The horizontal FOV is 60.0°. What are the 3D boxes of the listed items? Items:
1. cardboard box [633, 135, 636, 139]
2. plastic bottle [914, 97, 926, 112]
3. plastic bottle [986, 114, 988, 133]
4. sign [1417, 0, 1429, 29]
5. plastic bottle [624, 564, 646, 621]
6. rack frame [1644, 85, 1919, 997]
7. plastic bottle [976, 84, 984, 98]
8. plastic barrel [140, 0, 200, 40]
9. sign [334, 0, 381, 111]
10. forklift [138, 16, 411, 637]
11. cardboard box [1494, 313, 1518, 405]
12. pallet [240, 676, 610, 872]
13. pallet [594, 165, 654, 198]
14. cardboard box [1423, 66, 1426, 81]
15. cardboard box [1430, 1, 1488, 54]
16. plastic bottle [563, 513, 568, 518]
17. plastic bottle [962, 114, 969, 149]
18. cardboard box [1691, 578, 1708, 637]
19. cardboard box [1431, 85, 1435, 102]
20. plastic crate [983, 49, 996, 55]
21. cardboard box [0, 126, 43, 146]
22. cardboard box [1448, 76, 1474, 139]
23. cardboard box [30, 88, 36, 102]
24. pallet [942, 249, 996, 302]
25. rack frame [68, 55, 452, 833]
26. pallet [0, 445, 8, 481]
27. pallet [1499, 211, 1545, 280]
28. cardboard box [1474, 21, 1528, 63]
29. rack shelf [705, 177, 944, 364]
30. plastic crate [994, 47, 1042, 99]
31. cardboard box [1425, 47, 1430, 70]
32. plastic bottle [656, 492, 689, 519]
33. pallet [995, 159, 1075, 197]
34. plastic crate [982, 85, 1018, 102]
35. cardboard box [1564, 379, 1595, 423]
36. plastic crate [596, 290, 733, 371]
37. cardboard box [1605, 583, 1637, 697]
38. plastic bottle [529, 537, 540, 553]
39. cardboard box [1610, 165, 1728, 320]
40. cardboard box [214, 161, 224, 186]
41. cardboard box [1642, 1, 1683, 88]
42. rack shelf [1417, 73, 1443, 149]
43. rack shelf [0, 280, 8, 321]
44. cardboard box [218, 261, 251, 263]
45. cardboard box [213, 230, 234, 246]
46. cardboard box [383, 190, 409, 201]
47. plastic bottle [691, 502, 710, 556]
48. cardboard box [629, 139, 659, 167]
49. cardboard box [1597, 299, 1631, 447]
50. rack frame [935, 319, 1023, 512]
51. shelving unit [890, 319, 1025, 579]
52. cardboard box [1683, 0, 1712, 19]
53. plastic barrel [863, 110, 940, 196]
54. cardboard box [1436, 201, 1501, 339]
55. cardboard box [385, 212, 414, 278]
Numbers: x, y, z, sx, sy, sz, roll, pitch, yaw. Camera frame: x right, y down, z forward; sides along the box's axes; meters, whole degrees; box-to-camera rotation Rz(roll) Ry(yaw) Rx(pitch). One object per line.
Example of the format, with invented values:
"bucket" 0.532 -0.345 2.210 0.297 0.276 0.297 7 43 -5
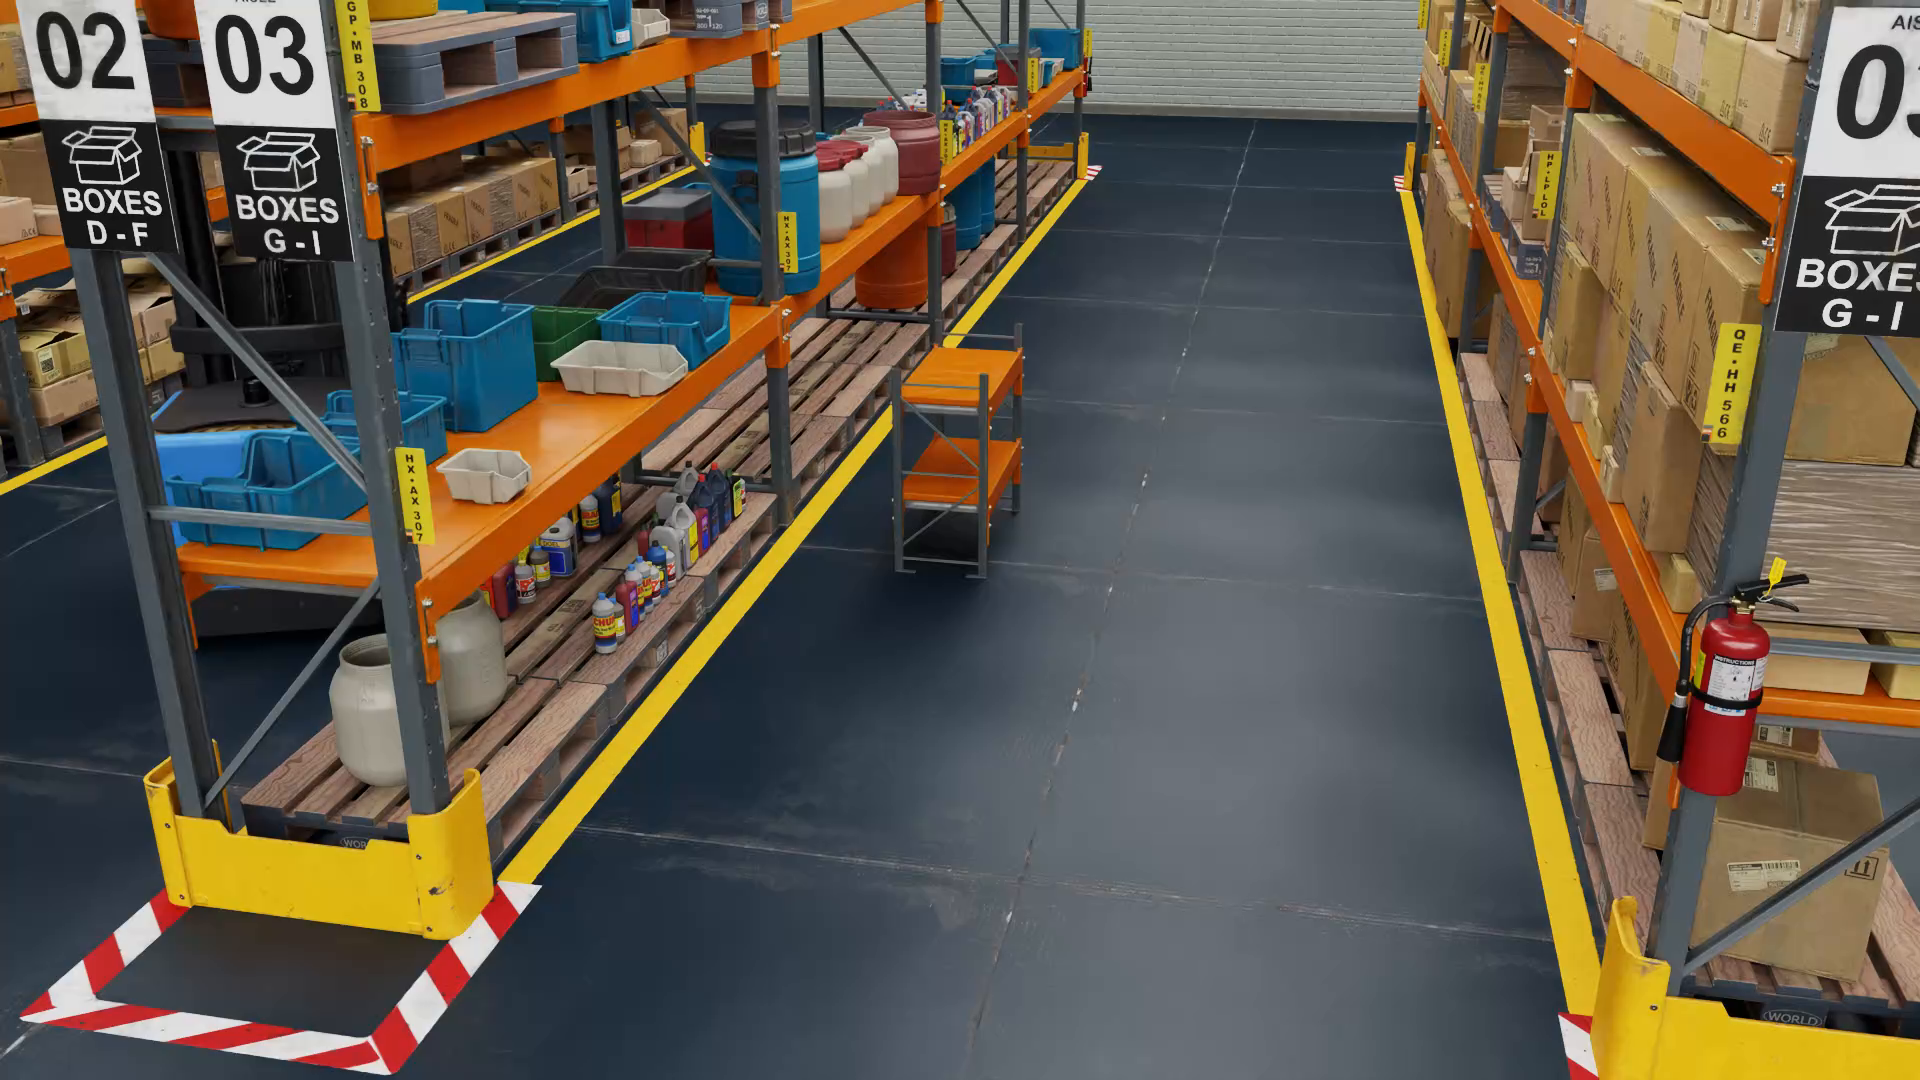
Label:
"cardboard box" -4.283 -5.039 21.079 0.380 0.149 0.250 4 22 11
"plastic bottle" -0.336 -3.895 15.175 0.152 0.276 0.135 4 22 11
"plastic bottle" 0.205 -3.770 14.966 0.097 0.201 0.097 0 22 0
"sign" 5.294 -6.011 18.999 0.100 0.325 0.005 4 22 11
"plastic bottle" -1.533 0.243 7.799 0.097 0.271 0.097 0 22 0
"rack frame" 2.571 0.323 4.536 1.000 3.000 0.127 4 22 11
"plastic bottle" 0.163 -4.070 15.510 0.144 0.351 0.185 4 22 11
"plastic barrel" -2.303 -2.027 5.219 0.600 0.830 0.708 4 22 11
"sign" -1.740 -1.406 4.803 0.100 0.325 0.005 4 22 11
"forklift" -3.563 -1.406 8.920 1.130 2.935 3.031 -3 22 -8
"cardboard box" 3.986 -1.197 11.067 0.700 0.500 0.500 3 22 6
"pallet" -2.137 0.911 6.809 1.003 0.211 1.213 4 22 11
"pallet" -4.289 -4.227 19.567 1.003 0.211 1.213 4 22 11
"cardboard box" 5.390 -5.213 18.619 0.380 0.149 0.250 4 22 10
"cardboard box" 5.272 -5.417 17.587 0.500 0.500 0.500 4 22 9
"plastic bottle" -2.064 -0.066 8.566 0.097 0.271 0.097 0 22 0
"plastic bottle" 0.040 -3.479 14.132 0.061 0.283 0.133 4 22 11
"cardboard box" 2.479 0.229 5.107 0.380 0.149 0.250 4 22 11
"cardboard box" 5.023 -4.555 16.985 0.380 0.149 0.250 4 22 10
"plastic crate" 0.480 -5.550 19.263 0.416 0.233 0.300 4 22 11
"cardboard box" -9.711 -3.823 17.146 0.750 0.750 0.750 5 23 13
"cardboard box" 4.580 -3.779 14.587 0.500 0.500 0.500 4 22 11
"cardboard box" -9.556 -4.575 17.007 0.380 0.149 0.250 4 22 11
"pallet" -0.274 -2.423 15.087 1.003 0.211 1.213 4 22 11
"rack frame" -2.278 -0.054 5.473 1.000 3.000 0.127 4 22 11
"pallet" -6.513 -0.315 9.853 1.003 0.211 1.213 4 22 11
"pallet" 3.840 -1.786 10.031 1.003 0.211 1.213 4 22 11
"cardboard box" 4.746 -4.093 14.024 0.797 0.503 0.637 5 22 12
"rack shelf" -1.053 -1.915 11.056 1.077 0.370 4.000 4 22 11
"plastic crate" 0.599 -4.808 17.110 0.402 0.464 0.583 4 22 11
"cardboard box" 5.374 -5.251 18.179 0.500 0.250 0.500 4 22 10
"plastic bottle" -1.500 -0.132 8.724 0.152 0.276 0.135 4 22 11
"pallet" 0.781 -4.314 19.782 1.003 0.211 1.213 4 22 11
"plastic crate" 0.406 -4.508 16.804 0.396 0.136 0.243 4 22 11
"cardboard box" 2.828 -0.603 7.172 0.380 0.149 0.250 4 22 11
"plastic crate" -1.421 -1.023 8.077 0.499 0.251 0.616 4 22 11
"cardboard box" 3.107 0.411 7.101 0.500 0.500 0.500 2 22 6
"plastic bottle" -2.158 -0.004 8.306 0.144 0.351 0.185 4 22 10
"cardboard box" 2.752 -1.093 6.182 0.500 0.500 0.500 4 22 11
"cardboard box" -5.699 -2.772 12.557 0.380 0.149 0.250 6 23 15
"cardboard box" 2.730 -1.748 5.865 0.500 0.250 0.500 4 22 10
"rack shelf" 5.428 -4.463 17.383 1.077 0.370 4.000 4 22 11
"rack shelf" -6.718 -0.831 8.365 1.077 0.370 4.000 4 22 11
"cardboard box" -5.565 -1.953 12.556 0.500 0.311 0.500 4 22 11
"cardboard box" -5.888 -2.369 13.589 0.500 0.311 0.500 5 23 13
"cardboard box" -5.427 -2.953 15.427 0.500 0.500 0.500 4 22 9
"plastic bottle" -1.342 -0.071 8.561 0.061 0.283 0.133 6 23 14
"cardboard box" -3.954 -4.651 19.977 0.500 0.250 0.500 4 22 11
"cardboard box" 2.953 -0.614 6.330 0.875 0.500 0.500 4 22 11
"rack frame" 0.105 -0.710 9.611 0.500 1.125 0.032 4 22 11
"shelving unit" 0.001 -0.524 9.150 0.538 1.125 1.048 4 22 11
"cardboard box" 2.595 -1.784 5.420 0.380 0.149 0.250 3 22 8
"plastic barrel" -0.443 -2.850 12.234 0.600 0.536 0.708 4 22 11
"cardboard box" 4.365 -2.062 12.741 1.225 0.875 0.875 3 22 8
"cardboard box" -5.121 -2.548 14.423 0.500 0.500 0.500 5 23 13
